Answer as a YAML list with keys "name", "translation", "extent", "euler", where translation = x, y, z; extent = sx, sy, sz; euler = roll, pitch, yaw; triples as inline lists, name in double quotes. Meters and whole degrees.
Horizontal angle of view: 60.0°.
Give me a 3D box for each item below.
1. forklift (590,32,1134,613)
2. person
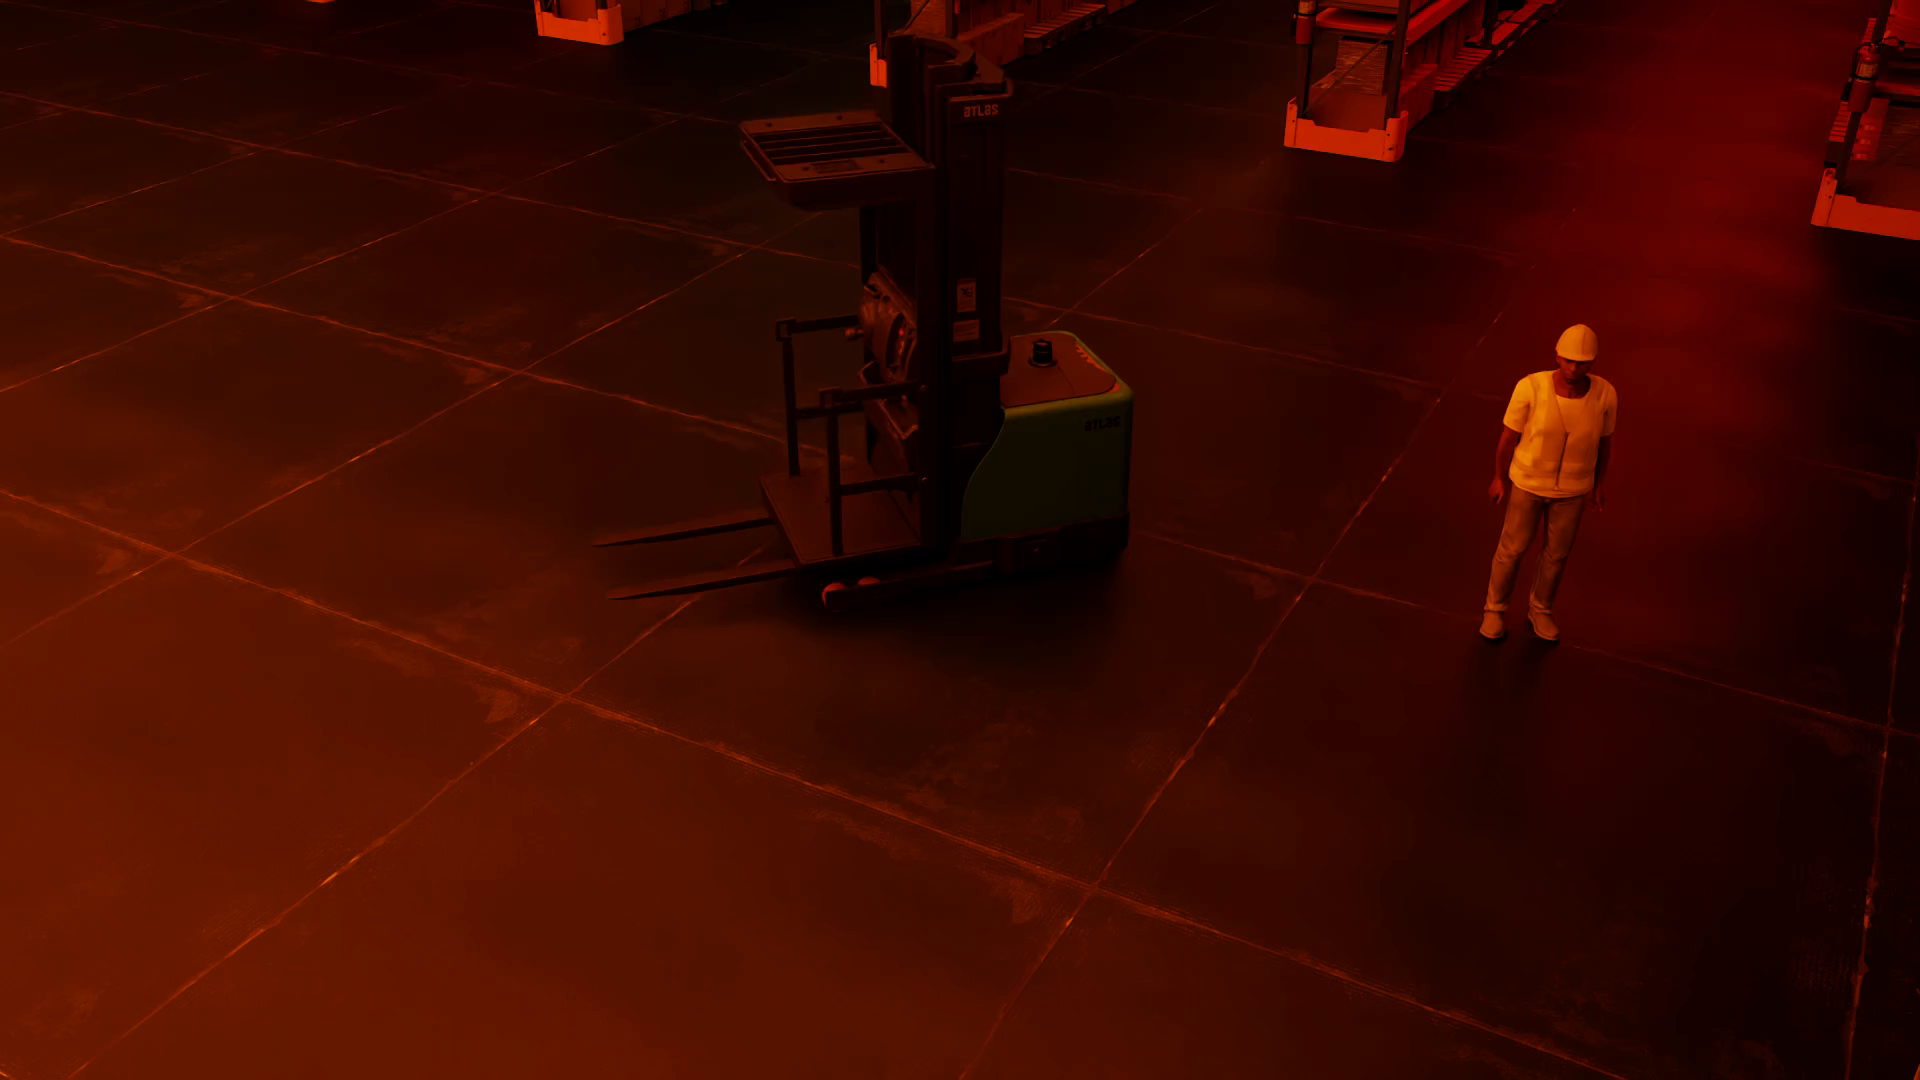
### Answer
- name: "forklift"
  translation: [-0.584, -1.160, 9.080]
  extent: [3.031, 2.935, 1.130]
  euler: [-10, 31, -16]
- name: "person"
  translation: [3.096, -0.285, 8.730]
  extent: [0.594, 1.771, 0.379]
  euler: [4, 30, 6]
